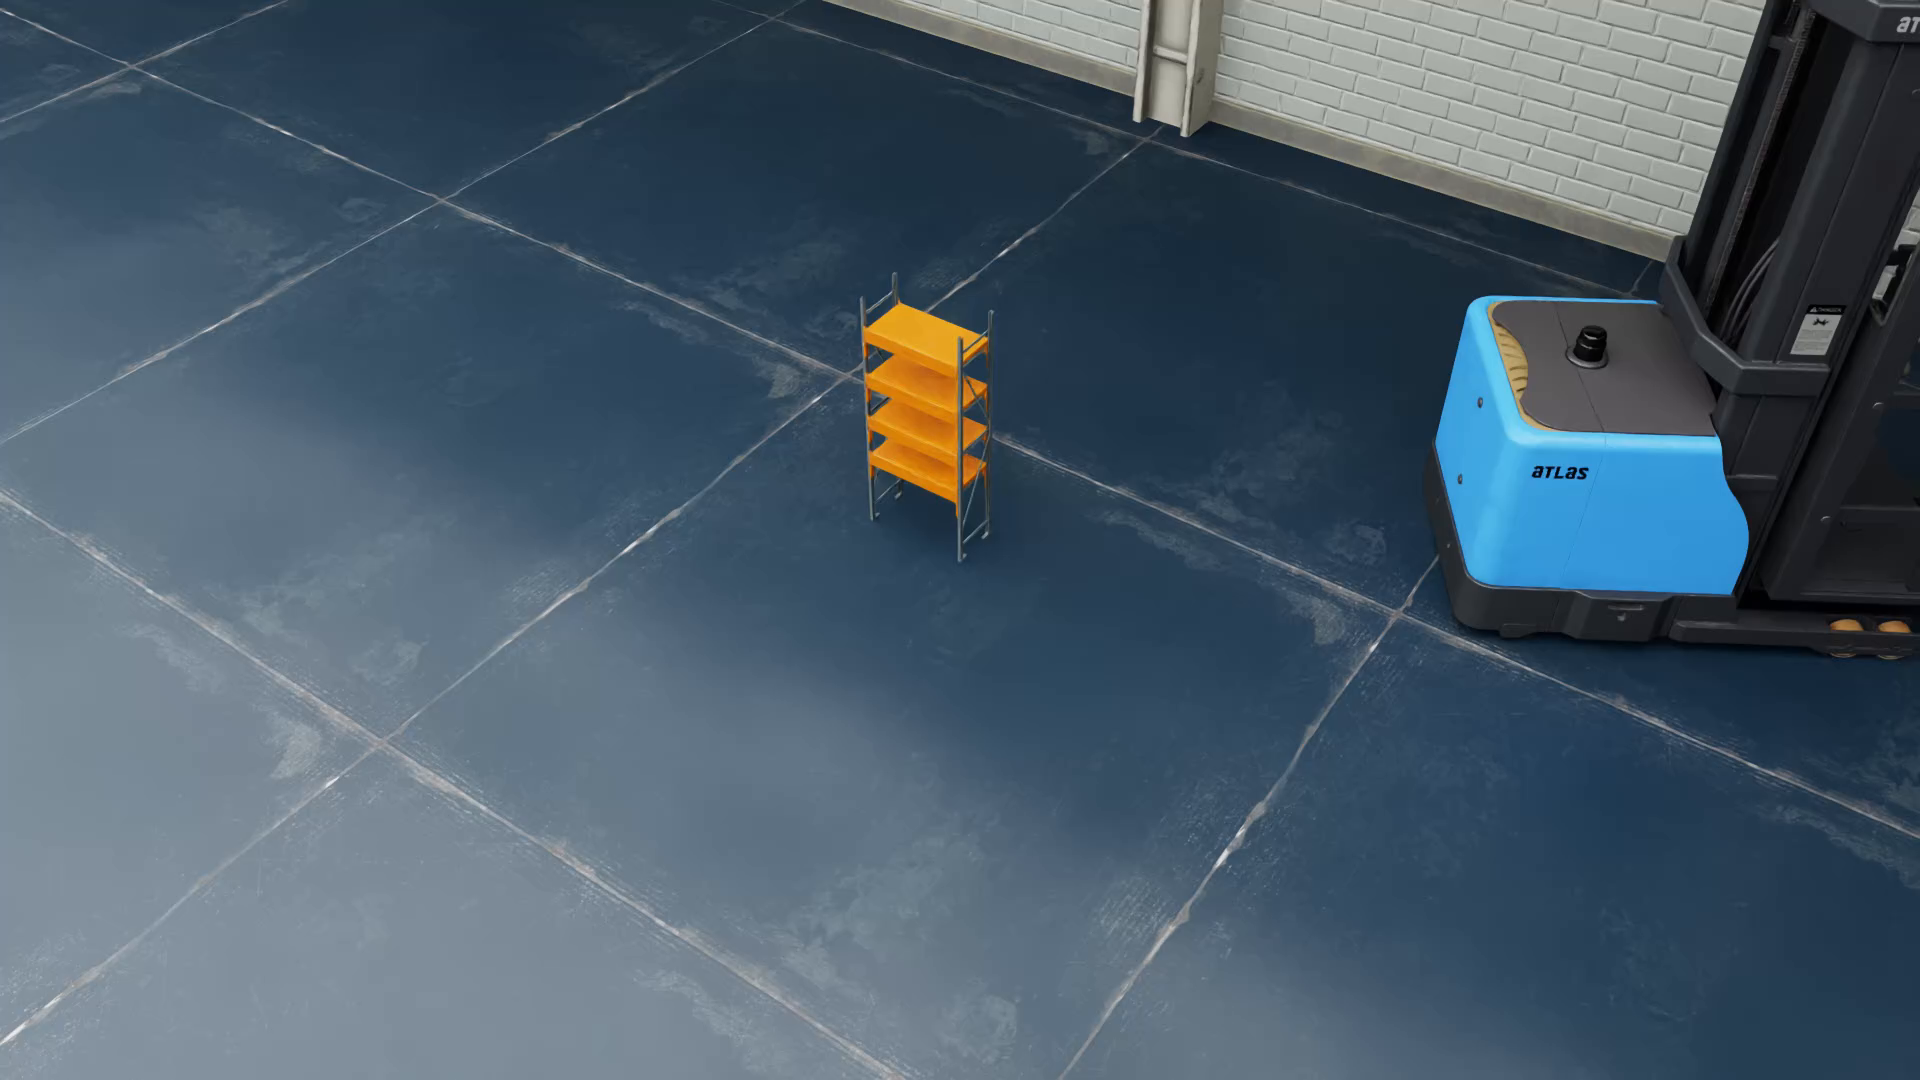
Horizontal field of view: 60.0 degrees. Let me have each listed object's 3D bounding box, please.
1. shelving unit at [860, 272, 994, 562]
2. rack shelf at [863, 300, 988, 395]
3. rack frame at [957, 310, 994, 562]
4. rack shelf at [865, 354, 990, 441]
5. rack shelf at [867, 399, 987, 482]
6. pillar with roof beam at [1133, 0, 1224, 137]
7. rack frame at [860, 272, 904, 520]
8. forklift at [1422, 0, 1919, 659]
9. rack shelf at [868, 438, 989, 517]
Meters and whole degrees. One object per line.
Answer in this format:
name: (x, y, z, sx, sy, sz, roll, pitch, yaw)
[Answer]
shelving unit: (-0.136, -0.511, 7.169, 0.503, 1.200, 0.258, 25, 48, 25)
rack shelf: (-0.136, -0.803, 6.907, 0.480, 0.148, 0.258, 25, 48, 25)
rack frame: (0.064, -0.417, 7.065, 0.015, 1.200, 0.240, 25, 48, 25)
rack shelf: (-0.136, -0.627, 7.065, 0.480, 0.148, 0.258, 25, 48, 25)
rack shelf: (-0.136, -0.460, 7.214, 0.480, 0.148, 0.258, 25, 48, 25)
pillar with roof beam: (-1.139, -3.649, 4.828, 0.400, 9.000, 9.100, 25, 48, 25)
rack frame: (-0.335, -0.604, 7.273, 0.015, 1.200, 0.240, 25, 48, 25)
forklift: (3.625, -0.961, 6.374, 3.031, 2.935, 1.130, 2, 42, 2)
rack shelf: (-0.136, -0.312, 7.346, 0.480, 0.148, 0.258, 25, 48, 25)
